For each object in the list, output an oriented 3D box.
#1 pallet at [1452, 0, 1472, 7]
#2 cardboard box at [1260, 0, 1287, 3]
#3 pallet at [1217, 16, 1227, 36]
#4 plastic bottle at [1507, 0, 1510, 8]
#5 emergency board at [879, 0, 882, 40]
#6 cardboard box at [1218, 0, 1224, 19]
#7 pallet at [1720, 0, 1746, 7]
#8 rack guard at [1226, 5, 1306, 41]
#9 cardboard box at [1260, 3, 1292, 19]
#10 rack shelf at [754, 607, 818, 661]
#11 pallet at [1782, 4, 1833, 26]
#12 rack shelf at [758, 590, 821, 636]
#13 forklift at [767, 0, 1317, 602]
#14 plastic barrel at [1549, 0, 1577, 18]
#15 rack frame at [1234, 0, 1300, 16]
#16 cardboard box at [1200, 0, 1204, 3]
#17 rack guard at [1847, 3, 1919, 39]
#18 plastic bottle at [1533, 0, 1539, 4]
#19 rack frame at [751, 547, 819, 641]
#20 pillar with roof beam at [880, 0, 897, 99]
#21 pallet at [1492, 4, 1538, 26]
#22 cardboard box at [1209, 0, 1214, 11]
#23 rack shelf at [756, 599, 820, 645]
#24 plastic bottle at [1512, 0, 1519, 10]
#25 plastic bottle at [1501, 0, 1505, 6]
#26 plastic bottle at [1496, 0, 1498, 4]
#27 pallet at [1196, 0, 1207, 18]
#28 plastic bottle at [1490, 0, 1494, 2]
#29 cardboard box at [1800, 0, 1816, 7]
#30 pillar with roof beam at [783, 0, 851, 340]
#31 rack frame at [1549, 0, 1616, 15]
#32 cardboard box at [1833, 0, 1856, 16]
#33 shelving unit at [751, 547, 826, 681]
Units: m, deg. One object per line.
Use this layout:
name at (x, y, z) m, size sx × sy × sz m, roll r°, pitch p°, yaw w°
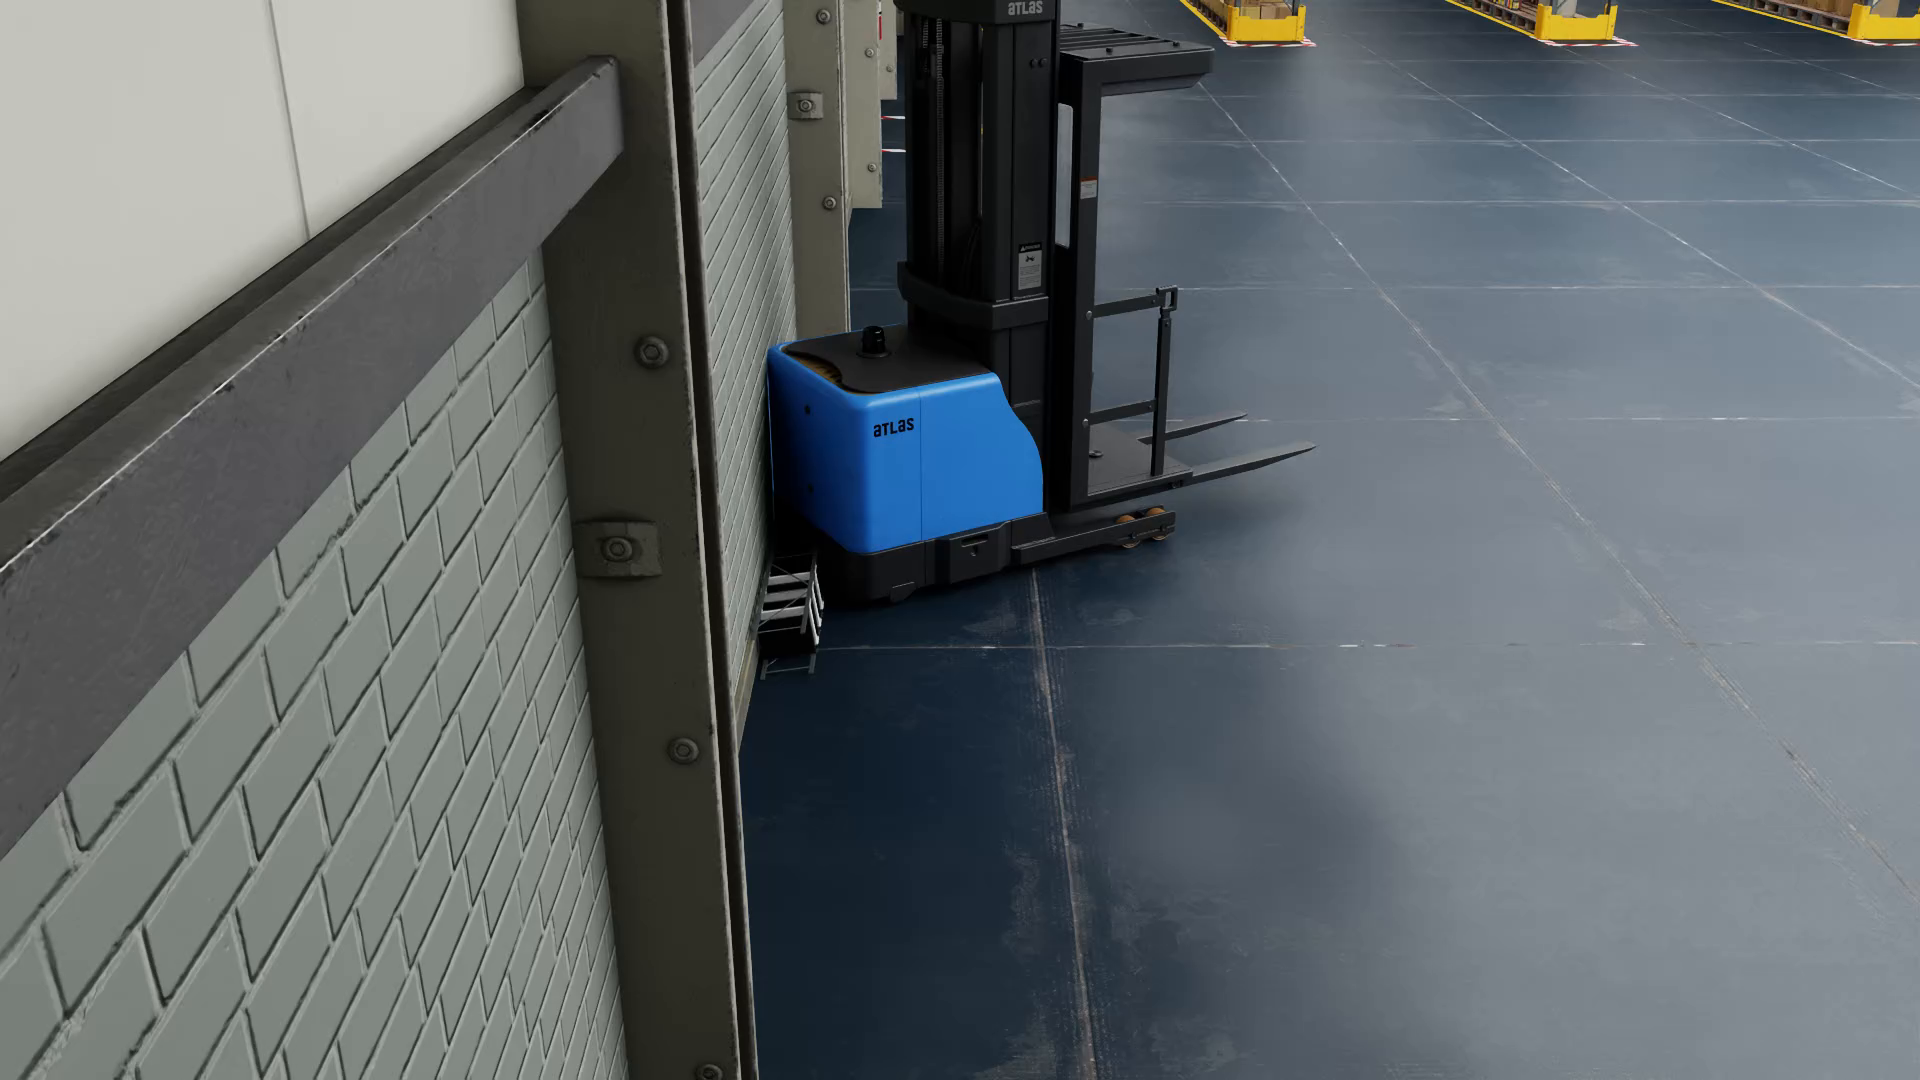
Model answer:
pallet at (9.658, -9.982, 30.565) m, size 1.003 × 0.211 × 1.213 m, roll 0°, pitch 24°, yaw -1°
cardboard box at (5.005, -8.968, 26.857) m, size 0.500 × 0.500 × 0.500 m, roll 0°, pitch 24°, yaw -1°
pallet at (4.746, -8.305, 26.856) m, size 1.003 × 0.211 × 1.213 m, roll 0°, pitch 24°, yaw -1°
plastic bottle at (9.315, -9.099, 28.000) m, size 0.152 × 0.276 × 0.135 m, roll 0°, pitch 24°, yaw 0°
emergency board at (-0.976, -6.030, 18.443) m, size 0.194 × 1.169 × 0.643 m, roll 0°, pitch 24°, yaw -1°
cardboard box at (4.477, -8.624, 27.006) m, size 0.500 × 0.250 × 0.500 m, roll 0°, pitch 24°, yaw -1°
pallet at (14.648, -10.002, 30.608) m, size 1.003 × 0.211 × 1.213 m, roll 0°, pitch 24°, yaw -1°
rack guard at (4.796, -8.111, 26.078) m, size 1.175 × 0.500 × 0.348 m, roll 0°, pitch 24°, yaw -1°
cardboard box at (5.013, -8.421, 26.556) m, size 0.500 × 0.250 × 0.500 m, roll 0°, pitch 24°, yaw -1°
rack shelf at (-0.785, 0.426, 7.507) m, size 0.258 × 0.200 × 0.077 m, roll -8°, pitch 24°, yaw 3°
pallet at (14.717, -8.900, 28.173) m, size 1.003 × 0.211 × 1.213 m, roll 0°, pitch 24°, yaw -1°
rack shelf at (-0.787, 0.352, 7.671) m, size 0.258 × 0.200 × 0.077 m, roll -8°, pitch 24°, yaw 3°
forklift at (0.543, -1.467, 8.437) m, size 3.031 × 2.935 × 1.130 m, roll -14°, pitch 28°, yaw -28°
plastic barrel at (9.666, -8.610, 26.656) m, size 0.421 × 0.512 × 0.421 m, roll 0°, pitch 24°, yaw 0°
rack frame at (4.796, -9.260, 25.585) m, size 1.000 × 3.000 × 0.127 m, roll 0°, pitch 24°, yaw -1°
cardboard box at (4.455, -9.449, 28.828) m, size 0.500 × 0.250 × 0.500 m, roll 0°, pitch 24°, yaw -1°
rack guard at (14.701, -8.196, 26.264) m, size 1.175 × 0.500 × 0.348 m, roll 0°, pitch 24°, yaw -1°
plastic bottle at (9.898, -9.348, 28.542) m, size 0.061 × 0.283 × 0.133 m, roll 0°, pitch 24°, yaw -1°
rack frame at (-0.802, 0.237, 7.681) m, size 0.240 × 0.006 × 0.900 m, roll -8°, pitch 24°, yaw 3°
pillar with roof beam at (3.340, -9.801, 19.501) m, size 9.100 × 9.000 × 0.400 m, roll 0°, pitch 24°, yaw -1°
pallet at (9.687, -8.878, 28.123) m, size 1.003 × 0.211 × 1.213 m, roll 0°, pitch 24°, yaw -1°
cardboard box at (4.466, -9.037, 27.917) m, size 0.500 × 0.250 × 0.500 m, roll 0°, pitch 24°, yaw -1°
rack shelf at (-0.786, 0.389, 7.589) m, size 0.258 × 0.200 × 0.077 m, roll -8°, pitch 24°, yaw 3°
plastic bottle at (9.291, -8.961, 27.786) m, size 0.097 × 0.201 × 0.097 m, roll 0°, pitch 24°, yaw 0°
plastic bottle at (9.308, -9.259, 28.262) m, size 0.144 × 0.351 × 0.185 m, roll 1°, pitch 24°, yaw 2°
plastic bottle at (9.281, -9.326, 28.591) m, size 0.097 × 0.201 × 0.097 m, roll 0°, pitch 24°, yaw 0°
pallet at (4.719, -9.310, 29.079) m, size 1.003 × 0.211 × 1.213 m, roll 0°, pitch 24°, yaw -1°
plastic bottle at (9.301, -9.511, 28.819) m, size 0.144 × 0.351 × 0.185 m, roll -1°, pitch 24°, yaw -3°
cardboard box at (14.722, -9.347, 28.301) m, size 0.500 × 0.500 × 0.500 m, roll -2°, pitch 24°, yaw -5°
pillar with roof beam at (3.471, -4.857, 8.568) m, size 9.100 × 9.000 × 0.400 m, roll 0°, pitch 24°, yaw -1°
rack frame at (9.749, -9.281, 25.631) m, size 1.000 × 3.000 × 0.127 m, roll 0°, pitch 24°, yaw -1°
cardboard box at (14.671, -8.859, 27.222) m, size 0.500 × 0.500 × 0.500 m, roll 6°, pitch 25°, yaw 13°
shelving unit at (-0.787, 0.328, 7.723) m, size 0.258 × 0.210 × 0.900 m, roll -8°, pitch 24°, yaw 3°
